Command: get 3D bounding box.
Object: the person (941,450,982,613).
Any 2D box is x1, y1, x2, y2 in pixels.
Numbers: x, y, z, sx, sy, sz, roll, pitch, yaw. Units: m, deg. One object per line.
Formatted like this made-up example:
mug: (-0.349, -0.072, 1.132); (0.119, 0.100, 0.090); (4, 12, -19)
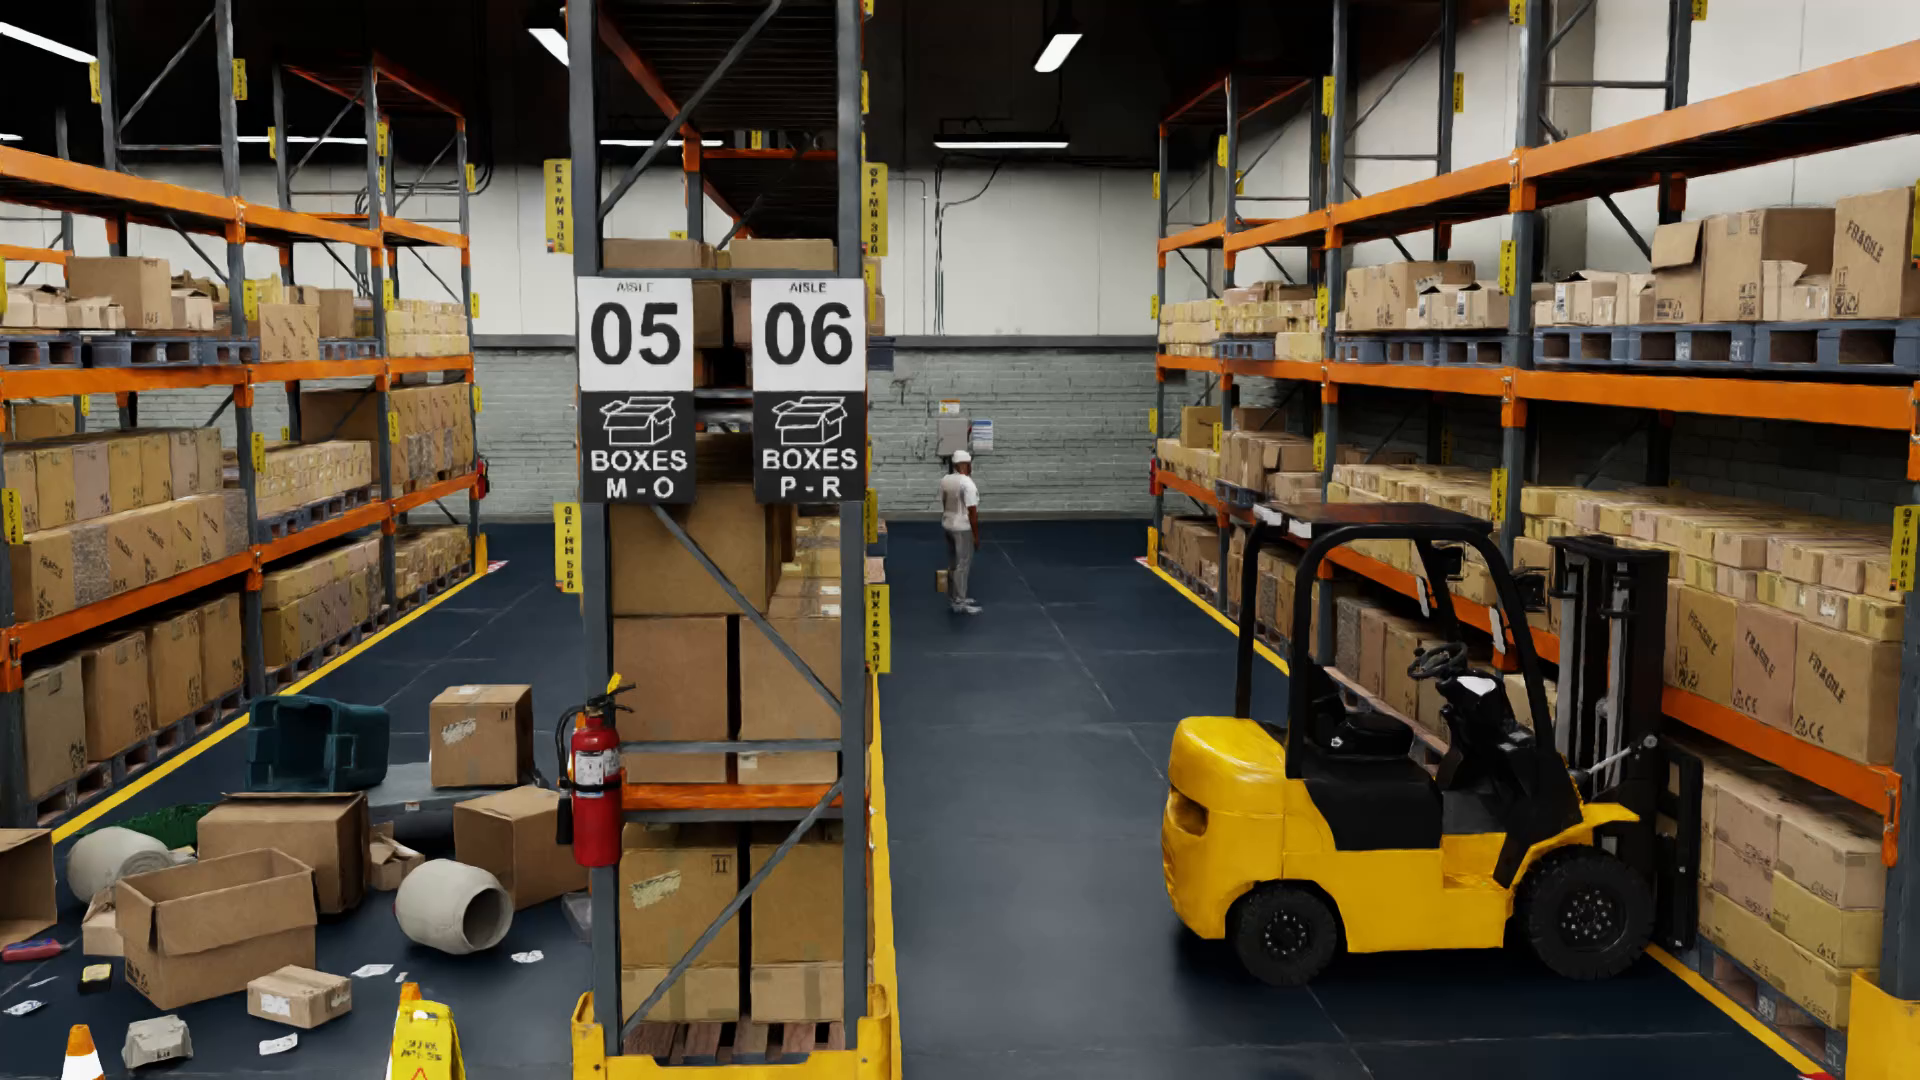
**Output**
person: (0.048, -0.114, 18.337); (0.462, 1.770, 0.648); (-4, 8, -33)
